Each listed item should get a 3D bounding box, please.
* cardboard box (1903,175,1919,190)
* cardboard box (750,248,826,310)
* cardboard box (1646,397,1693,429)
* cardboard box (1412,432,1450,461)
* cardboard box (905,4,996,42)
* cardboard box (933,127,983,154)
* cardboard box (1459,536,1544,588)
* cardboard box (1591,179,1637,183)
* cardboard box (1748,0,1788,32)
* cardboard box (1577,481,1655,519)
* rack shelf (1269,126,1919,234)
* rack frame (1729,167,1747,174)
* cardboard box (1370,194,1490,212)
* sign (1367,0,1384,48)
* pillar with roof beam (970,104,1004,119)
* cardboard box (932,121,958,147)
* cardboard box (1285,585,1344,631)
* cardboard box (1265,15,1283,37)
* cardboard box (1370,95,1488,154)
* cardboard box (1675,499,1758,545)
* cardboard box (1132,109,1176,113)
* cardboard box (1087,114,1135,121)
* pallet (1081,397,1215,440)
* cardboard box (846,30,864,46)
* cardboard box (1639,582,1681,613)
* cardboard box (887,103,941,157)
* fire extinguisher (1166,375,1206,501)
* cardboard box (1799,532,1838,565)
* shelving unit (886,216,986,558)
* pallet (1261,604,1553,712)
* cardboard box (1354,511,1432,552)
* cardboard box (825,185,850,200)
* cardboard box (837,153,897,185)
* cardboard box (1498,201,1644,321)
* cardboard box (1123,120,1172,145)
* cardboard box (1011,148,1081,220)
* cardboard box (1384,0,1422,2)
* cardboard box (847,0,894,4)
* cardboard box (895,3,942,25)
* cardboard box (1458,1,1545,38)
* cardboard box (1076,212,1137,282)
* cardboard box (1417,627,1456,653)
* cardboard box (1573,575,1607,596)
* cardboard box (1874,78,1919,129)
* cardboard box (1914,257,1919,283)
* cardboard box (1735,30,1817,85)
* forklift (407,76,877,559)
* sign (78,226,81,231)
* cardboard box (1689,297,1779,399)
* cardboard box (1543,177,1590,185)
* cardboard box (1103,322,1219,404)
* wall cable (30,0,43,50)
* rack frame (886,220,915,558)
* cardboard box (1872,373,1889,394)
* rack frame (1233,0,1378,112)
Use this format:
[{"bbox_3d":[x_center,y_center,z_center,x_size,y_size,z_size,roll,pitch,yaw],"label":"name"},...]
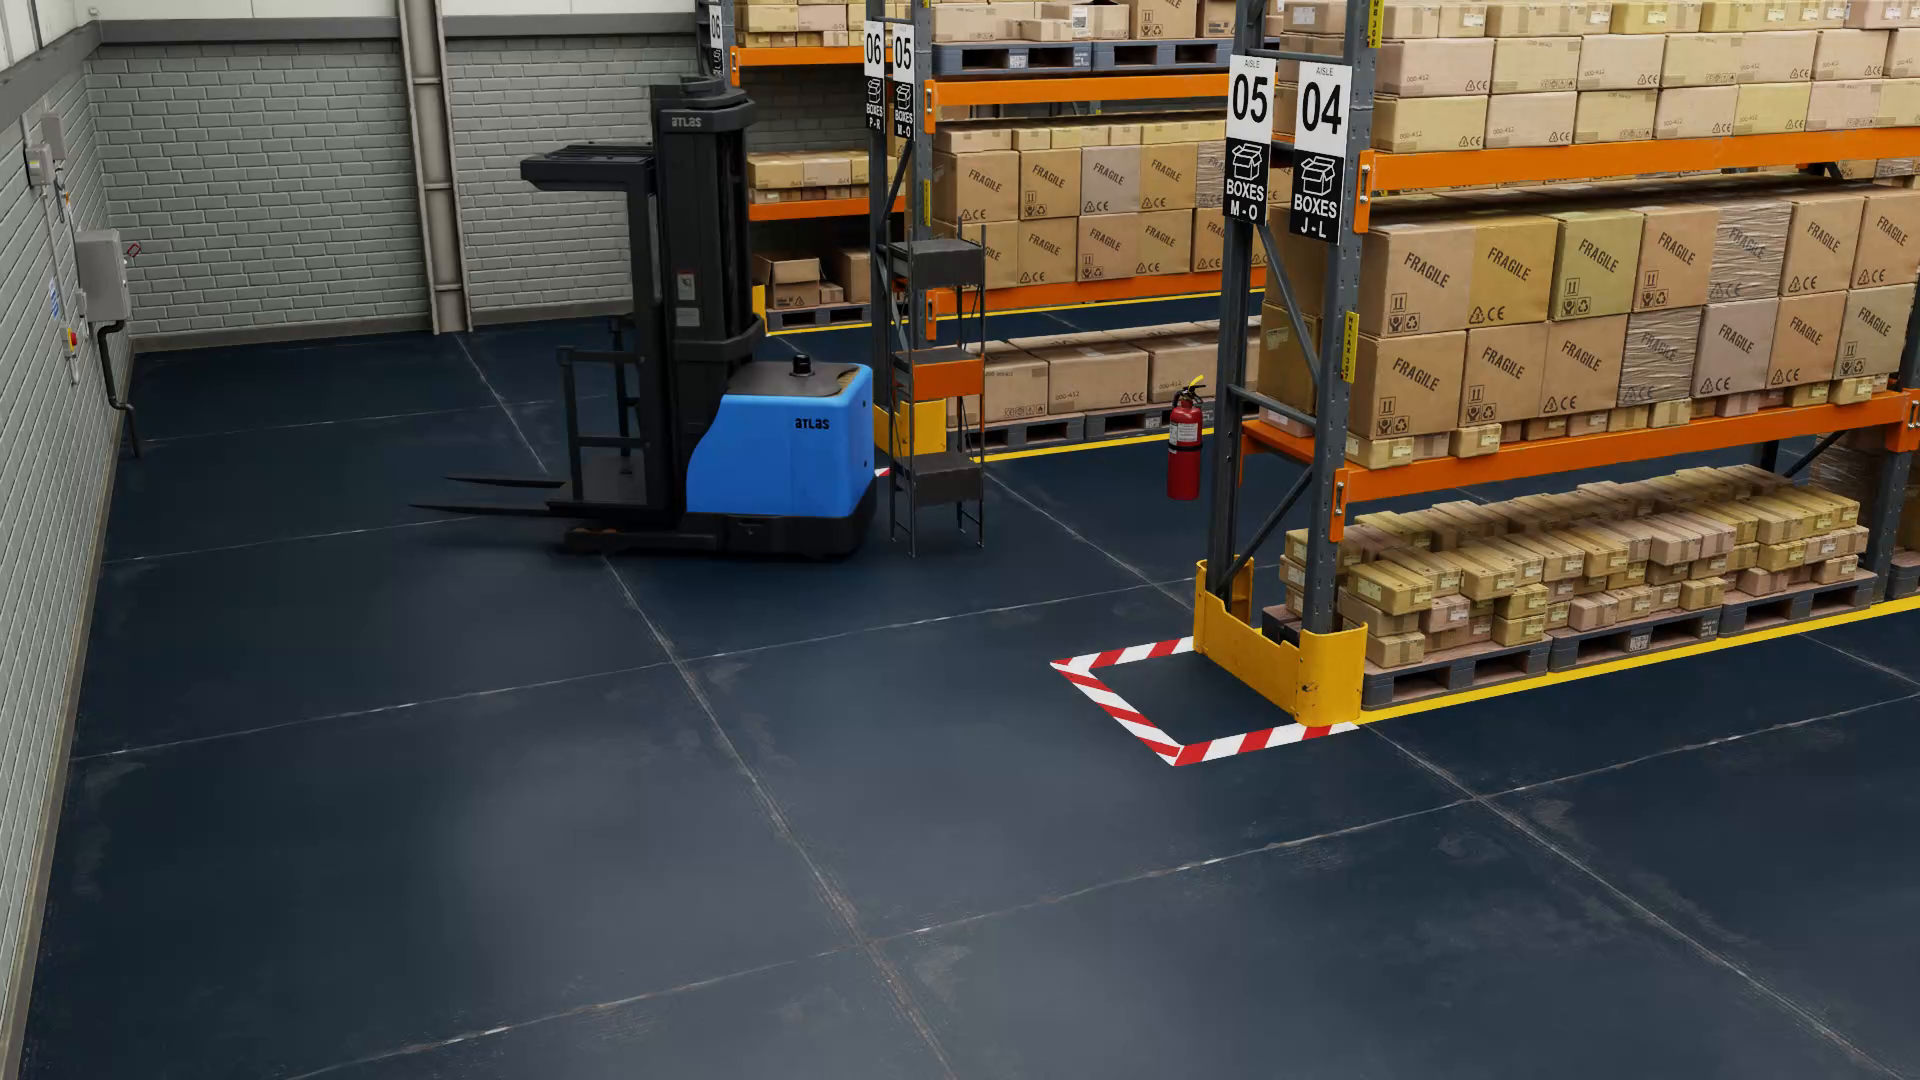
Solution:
[{"bbox_3d":[9.261,-3.529,16.274,0.250,0.149,0.380,-8,21,-22],"label":"cardboard box"},{"bbox_3d":[-1.823,-2.738,17.408,0.637,0.503,0.797,-9,21,-24],"label":"cardboard box"},{"bbox_3d":[3.697,-0.728,8.950,0.250,0.149,0.380,-8,21,-21],"label":"cardboard box"},{"bbox_3d":[2.246,-0.527,8.379,0.250,0.149,0.380,-7,21,-20],"label":"cardboard box"},{"bbox_3d":[-0.075,-3.829,12.306,0.500,0.250,0.500,-10,22,-27],"label":"cardboard box"},{"bbox_3d":[-0.017,-2.940,12.222,0.250,0.149,0.380,-8,21,-21],"label":"cardboard box"},{"bbox_3d":[2.899,0.119,8.931,0.250,0.149,0.380,-9,21,-25],"label":"cardboard box"},{"bbox_3d":[5.618,-3.087,14.745,0.500,0.250,0.500,-9,21,-23],"label":"cardboard box"},{"bbox_3d":[3.918,-2.648,8.382,0.250,0.149,0.380,-8,21,-22],"label":"cardboard box"},{"bbox_3d":[3.890,-0.218,9.889,0.250,0.149,0.380,-8,21,-21],"label":"cardboard box"},{"bbox_3d":[3.438,-1.995,8.738,4.000,0.370,1.077,-8,21,-22],"label":"rack shelf"},{"bbox_3d":[6.893,-3.205,15.608,0.127,3.000,1.000,-8,21,-22],"label":"rack frame"},{"bbox_3d":[2.388,-1.518,8.713,0.500,0.500,0.500,-9,21,-24],"label":"cardboard box"},{"bbox_3d":[1.816,-2.318,7.256,0.005,0.325,0.100,-8,21,-22],"label":"sign"},{"bbox_3d":[1.960,-5.892,14.207,0.400,9.000,9.100,-8,21,-22],"label":"pillar with roof beam"},{"bbox_3d":[-0.202,-3.086,12.636,0.250,0.149,0.380,-8,21,-21],"label":"cardboard box"},{"bbox_3d":[2.002,0.357,9.151,0.250,0.149,0.380,-8,21,-21],"label":"cardboard box"},{"bbox_3d":[2.518,-4.004,12.956,0.250,0.149,0.380,-8,21,-21],"label":"cardboard box"},{"bbox_3d":[2.115,-1.982,7.843,0.500,0.250,0.500,-7,21,-20],"label":"cardboard box"},{"bbox_3d":[4.337,-0.099,9.552,0.250,0.149,0.380,-7,21,-20],"label":"cardboard box"},{"bbox_3d":[2.259,-4.501,18.505,0.500,0.500,0.700,-8,21,-21],"label":"cardboard box"},{"bbox_3d":[1.196,-3.299,13.242,0.250,0.149,0.380,-7,21,-20],"label":"cardboard box"},{"bbox_3d":[1.369,-1.126,13.901,1.213,0.211,1.003,-8,21,-22],"label":"pallet"},{"bbox_3d":[-1.057,-5.042,16.688,0.250,0.149,0.380,-8,21,-22],"label":"cardboard box"},{"bbox_3d":[3.832,0.270,9.400,0.250,0.149,0.380,-8,21,-21],"label":"cardboard box"},{"bbox_3d":[-0.521,-4.264,17.265,0.500,0.500,0.500,-8,21,-21],"label":"cardboard box"},{"bbox_3d":[1.187,-0.552,8.750,0.183,0.674,0.296,-8,21,-22],"label":"fire extinguisher"},{"bbox_3d":[4.867,0.002,9.714,0.250,0.149,0.380,-9,21,-25],"label":"cardboard box"},{"bbox_3d":[-0.152,-0.969,10.611,0.503,2.100,0.431,-8,21,-22],"label":"shelving unit"},{"bbox_3d":[2.431,0.553,9.134,1.213,0.211,1.003,-8,21,-22],"label":"pallet"},{"bbox_3d":[2.428,-0.026,9.343,0.250,0.149,0.380,-9,21,-23],"label":"cardboard box"},{"bbox_3d":[-1.312,-3.614,17.148,0.250,0.149,0.380,-7,21,-20],"label":"cardboard box"},{"bbox_3d":[-0.972,-3.847,17.209,0.500,0.250,0.500,-9,21,-23],"label":"cardboard box"},{"bbox_3d":[3.066,-1.424,8.444,0.500,0.500,0.500,-9,21,-23],"label":"cardboard box"},{"bbox_3d":[1.424,-3.131,12.764,0.250,0.149,0.380,-9,21,-23],"label":"cardboard box"},{"bbox_3d":[0.573,-2.718,12.568,0.500,0.500,0.500,-9,21,-23],"label":"cardboard box"},{"bbox_3d":[2.047,-2.567,8.152,0.250,0.149,0.380,-8,21,-21],"label":"cardboard box"},{"bbox_3d":[-0.985,-5.499,16.632,0.500,0.250,0.500,-8,21,-23],"label":"cardboard box"},{"bbox_3d":[-0.507,-5.337,16.925,0.500,0.250,0.500,-9,21,-23],"label":"cardboard box"},{"bbox_3d":[2.508,-2.439,7.789,0.250,0.149,0.380,-8,21,-22],"label":"cardboard box"},{"bbox_3d":[1.030,-2.312,12.921,0.500,0.500,0.500,-8,21,-22],"label":"cardboard box"},{"bbox_3d":[2.417,0.460,8.861,0.250,0.149,0.380,-8,21,-22],"label":"cardboard box"},{"bbox_3d":[3.365,0.168,9.239,0.250,0.149,0.380,-7,21,-19],"label":"cardboard box"},{"bbox_3d":[4.930,-2.380,8.974,0.500,0.250,0.500,-8,21,-21],"label":"cardboard box"},{"bbox_3d":[5.565,-1.655,10.056,0.250,0.149,0.380,-7,21,-19],"label":"cardboard box"},{"bbox_3d":[3.992,-2.489,8.532,0.500,0.250,0.500,-7,21,-20],"label":"cardboard box"},{"bbox_3d":[-2.127,-1.456,10.745,3.031,2.935,1.130,2,20,7],"label":"forklift"},{"bbox_3d":[-6.704,-2.142,12.732,0.001,0.494,0.329,-8,21,-22],"label":"sign"},{"bbox_3d":[4.007,-1.087,8.995,0.500,0.500,0.500,-8,21,-22],"label":"cardboard box"},{"bbox_3d":[5.128,-3.378,14.444,0.500,0.500,0.500,-9,21,-23],"label":"cardboard box"},{"bbox_3d":[1.780,-1.501,13.993,0.875,0.438,0.875,-9,21,-24],"label":"cardboard box"},{"bbox_3d":[-6.928,-5.250,12.326,0.133,3.039,2.988,-8,21,-22],"label":"wall cable"},{"bbox_3d":[-0.376,-0.937,10.520,0.015,2.100,0.400,-8,21,-22],"label":"rack frame"},{"bbox_3d":[5.104,-0.955,9.596,0.250,0.149,0.380,-8,21,-23],"label":"cardboard box"},{"bbox_3d":[1.601,-3.486,7.373,0.127,3.000,1.000,-8,21,-22],"label":"rack frame"}]
